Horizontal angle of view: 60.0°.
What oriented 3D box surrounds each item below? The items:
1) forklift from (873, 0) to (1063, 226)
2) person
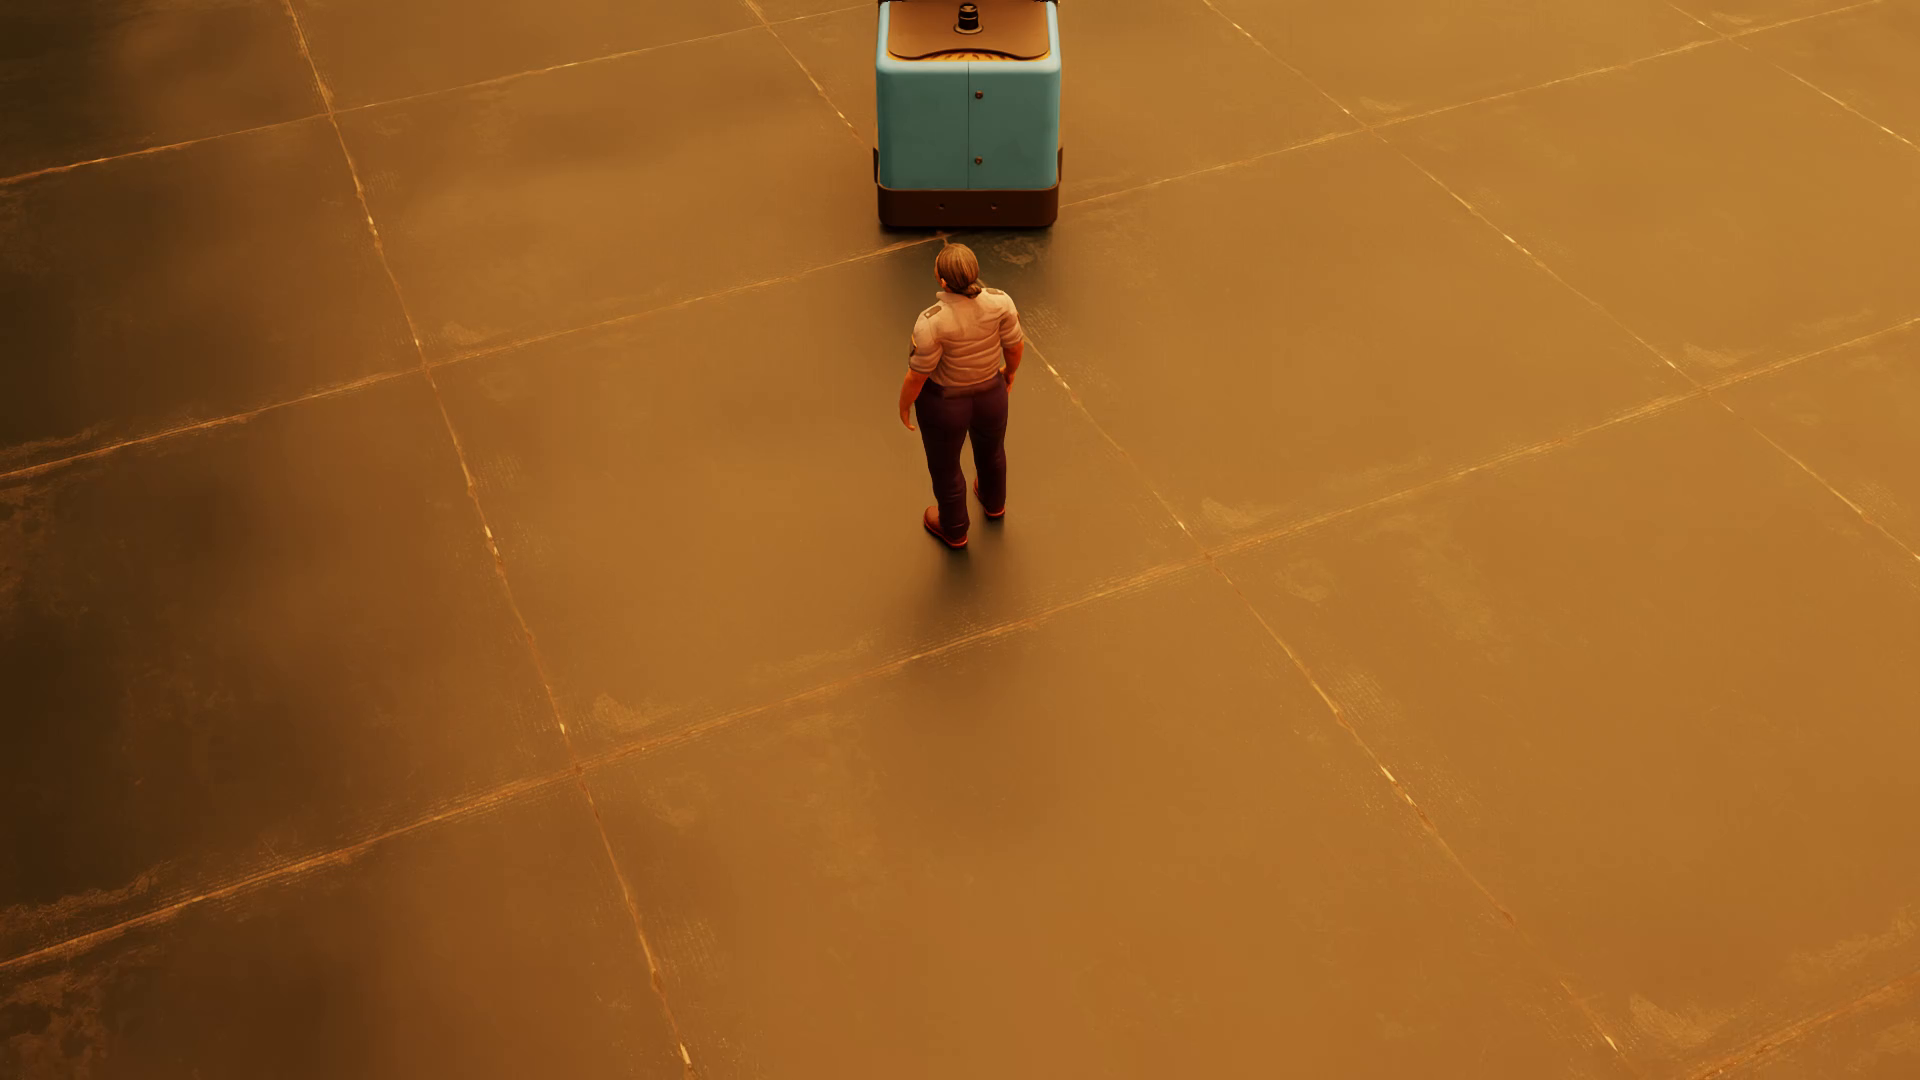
[{"bbox_3d":[0.046,-3.877,9.834,1.130,2.935,3.031,0,43,0],"label":"forklift"},{"bbox_3d":[-0.017,-0.670,7.327,0.598,1.651,0.503,-18,46,-18],"label":"person"}]
